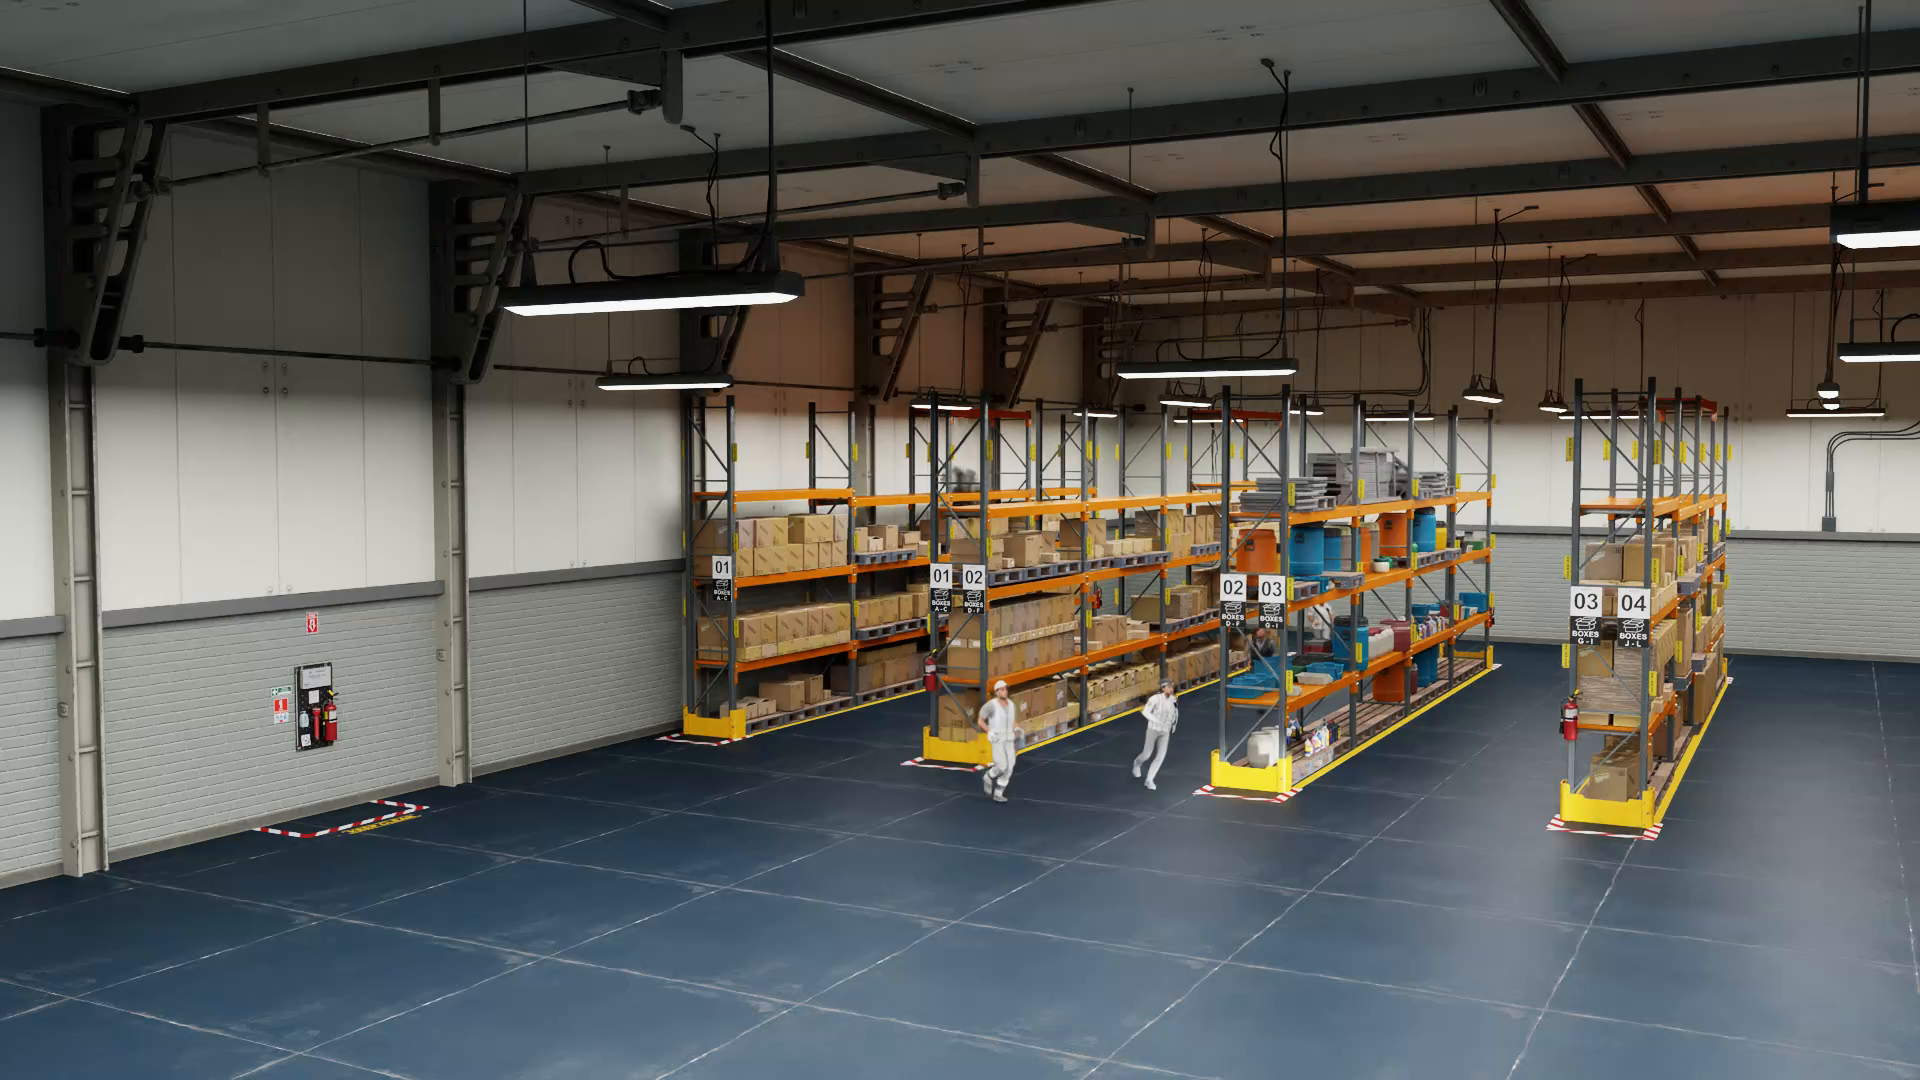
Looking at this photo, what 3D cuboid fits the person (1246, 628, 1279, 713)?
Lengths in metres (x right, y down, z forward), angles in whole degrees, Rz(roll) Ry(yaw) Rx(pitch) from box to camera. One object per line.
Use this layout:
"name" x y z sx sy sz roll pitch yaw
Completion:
"person" 5.776 2.483 31.882 0.643 1.676 0.538 1 3 24

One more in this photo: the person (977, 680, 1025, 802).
"person" 0.604 2.876 23.786 0.635 1.736 0.534 -2 4 -34

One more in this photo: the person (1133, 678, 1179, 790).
"person" 3.018 2.875 25.061 0.644 1.643 0.827 -1 3 -14

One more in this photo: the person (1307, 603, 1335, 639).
"person" 8.556 2.127 39.365 0.656 1.684 0.746 0 3 4
